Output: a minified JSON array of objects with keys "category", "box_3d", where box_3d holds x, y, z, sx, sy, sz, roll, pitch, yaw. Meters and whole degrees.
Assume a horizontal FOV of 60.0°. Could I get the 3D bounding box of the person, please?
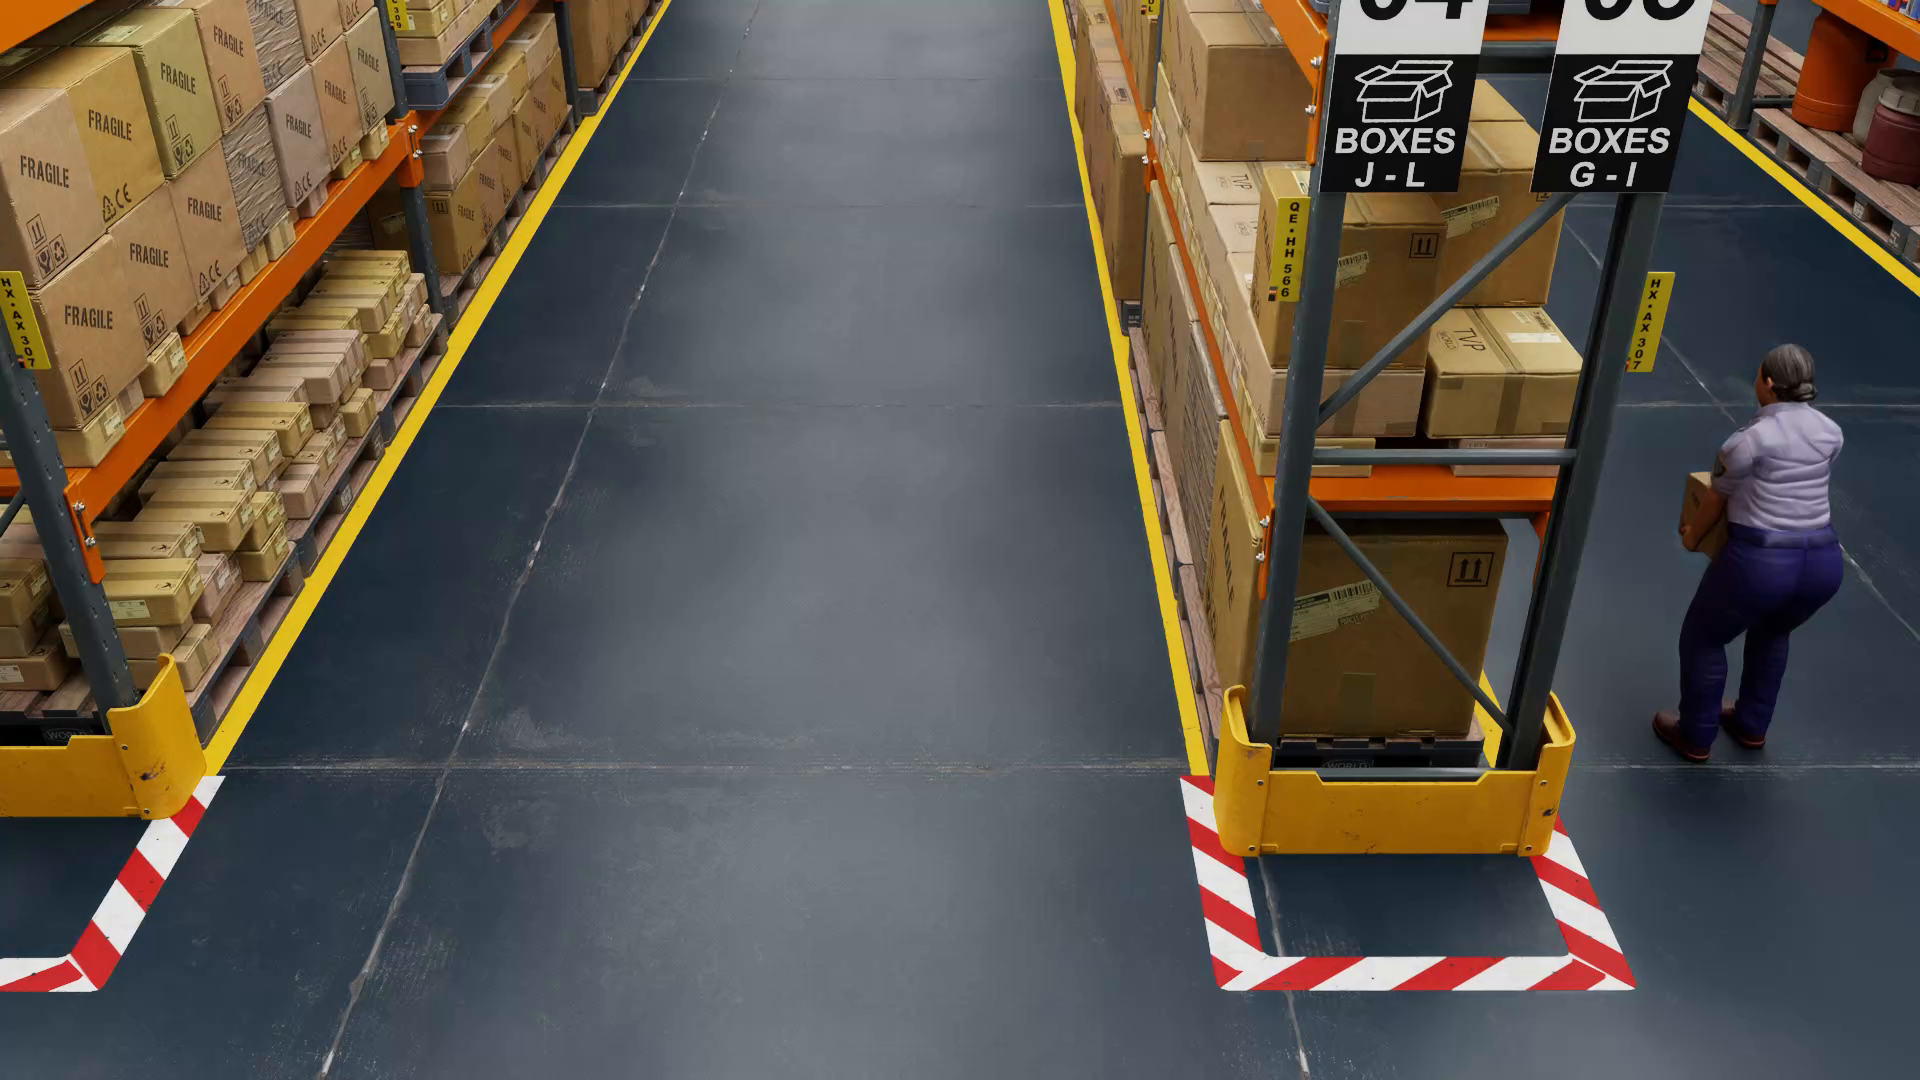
[{"category":"person","box_3d":[2.914,0.060,6.098,0.437,1.610,0.569,-5,32,-8]}]
